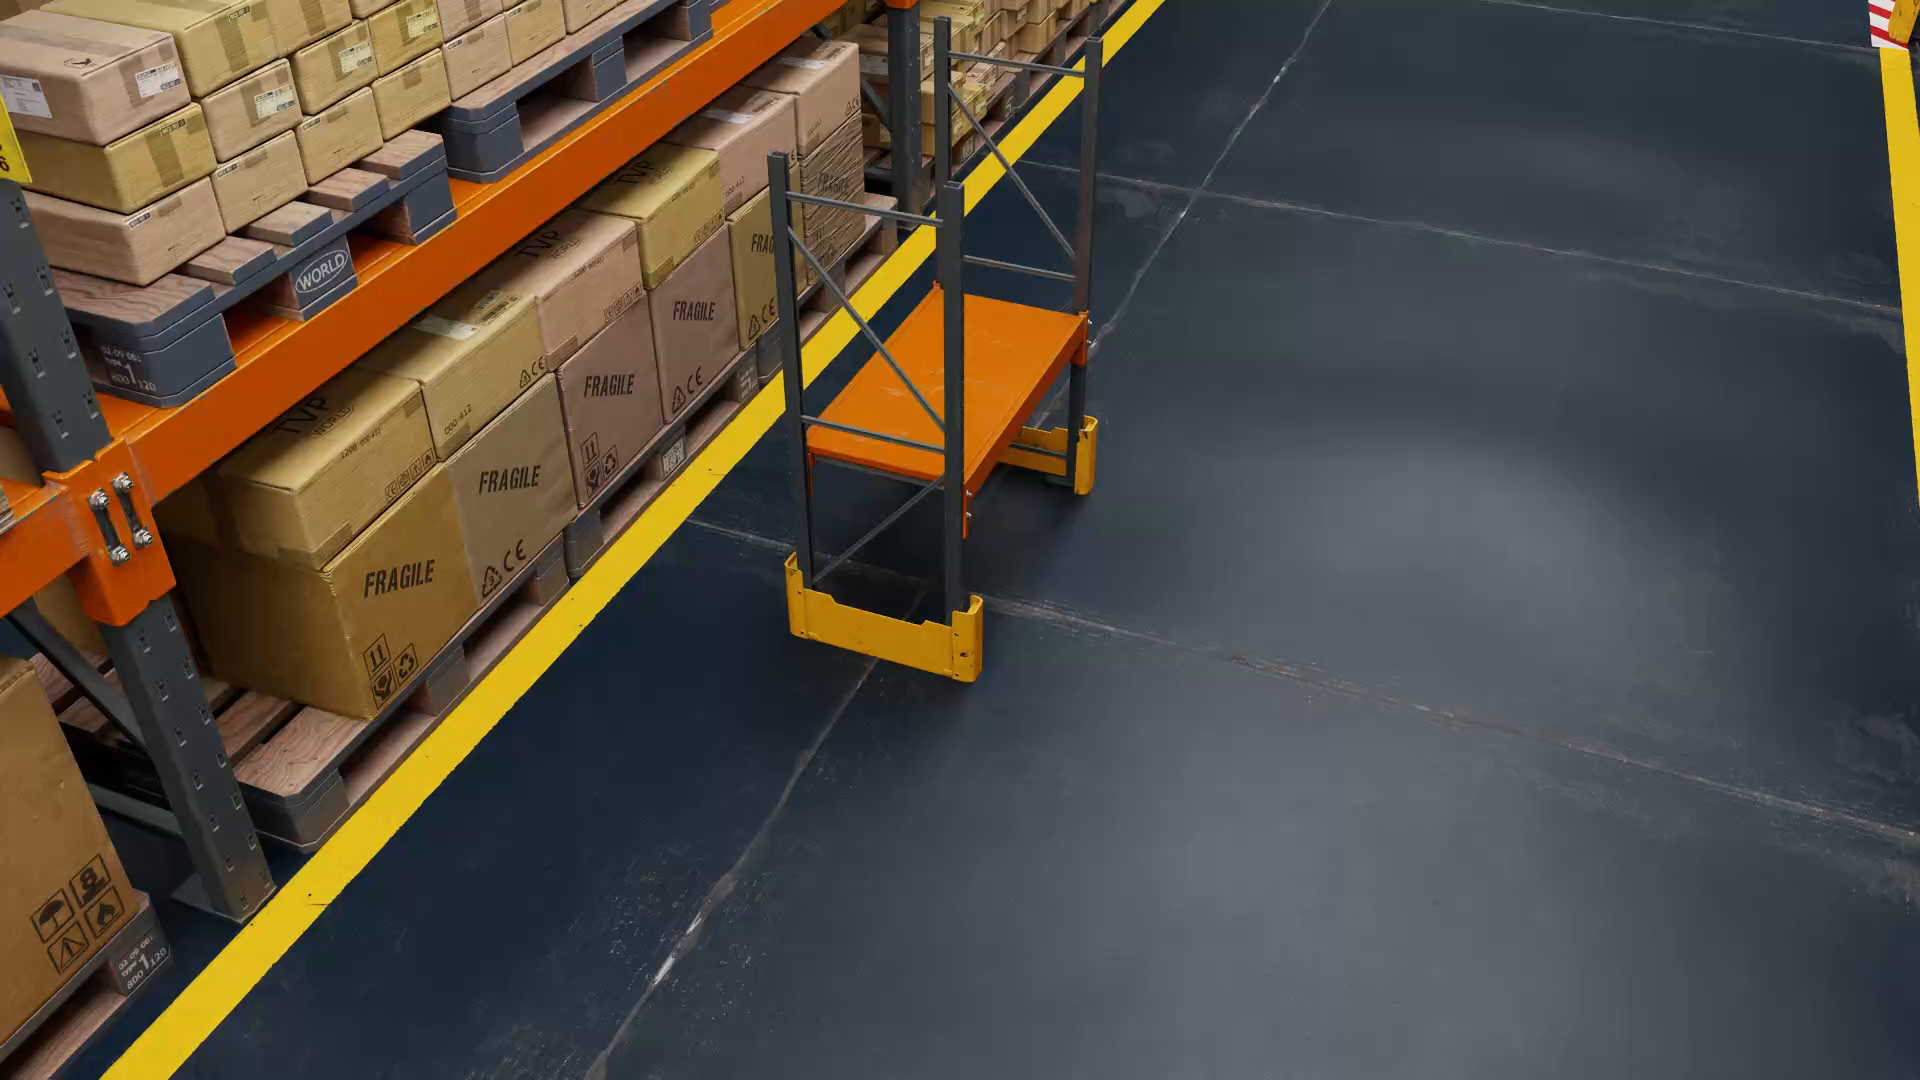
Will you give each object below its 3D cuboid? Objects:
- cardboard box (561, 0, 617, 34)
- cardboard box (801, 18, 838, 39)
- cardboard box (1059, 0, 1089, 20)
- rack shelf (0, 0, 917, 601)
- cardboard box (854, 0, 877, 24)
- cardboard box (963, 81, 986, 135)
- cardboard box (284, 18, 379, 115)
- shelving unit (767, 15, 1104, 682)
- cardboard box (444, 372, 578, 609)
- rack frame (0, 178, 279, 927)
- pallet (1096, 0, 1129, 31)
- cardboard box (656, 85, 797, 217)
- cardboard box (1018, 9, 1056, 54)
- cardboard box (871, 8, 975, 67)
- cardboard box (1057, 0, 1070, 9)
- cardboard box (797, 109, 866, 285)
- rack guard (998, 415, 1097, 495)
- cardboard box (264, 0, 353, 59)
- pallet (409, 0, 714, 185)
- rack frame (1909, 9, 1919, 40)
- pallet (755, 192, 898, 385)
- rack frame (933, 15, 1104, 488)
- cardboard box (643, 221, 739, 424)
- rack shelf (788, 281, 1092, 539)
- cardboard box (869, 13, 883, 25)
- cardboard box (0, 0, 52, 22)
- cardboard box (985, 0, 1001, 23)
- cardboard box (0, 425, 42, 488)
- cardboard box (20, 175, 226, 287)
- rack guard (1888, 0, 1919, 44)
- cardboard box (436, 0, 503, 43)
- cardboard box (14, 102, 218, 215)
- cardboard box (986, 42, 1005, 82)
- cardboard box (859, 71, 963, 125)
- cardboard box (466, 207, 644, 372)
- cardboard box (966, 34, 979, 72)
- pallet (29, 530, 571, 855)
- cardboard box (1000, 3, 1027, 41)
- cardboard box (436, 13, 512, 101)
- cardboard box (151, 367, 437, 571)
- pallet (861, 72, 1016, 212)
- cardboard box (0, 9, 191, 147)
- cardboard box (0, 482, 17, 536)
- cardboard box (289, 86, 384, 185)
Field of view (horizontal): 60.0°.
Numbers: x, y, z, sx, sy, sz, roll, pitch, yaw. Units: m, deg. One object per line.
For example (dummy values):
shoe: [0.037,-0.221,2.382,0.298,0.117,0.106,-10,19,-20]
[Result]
cardboard box: [-1.204,-1.565,4.698,0.380,0.149,0.250,13,39,16]
cardboard box: [-0.747,-2.153,7.159,0.380,0.149,0.250,15,39,19]
cardboard box: [0.445,-2.800,8.522,0.380,0.149,0.250,15,39,19]
rack shelf: [-1.403,-1.237,5.000,1.077,0.370,4.000,14,39,18]
cardboard box: [-0.598,-2.443,7.547,0.380,0.149,0.250,13,39,17]
cardboard box: [-0.105,-1.934,7.363,0.380,0.149,0.250,15,39,19]
cardboard box: [-1.594,-1.126,3.861,0.380,0.149,0.250,13,39,16]
shelving unit: [-0.029,-0.559,4.745,0.587,1.500,1.083,14,39,18]
cardboard box: [-1.471,-0.197,4.746,0.500,0.500,0.500,14,39,18]
rack frame: [-2.164,-0.418,3.303,1.000,3.000,0.127,14,39,18]
pallet: [0.509,-3.246,9.417,1.003,0.211,1.213,14,39,18]
cardboard box: [-0.899,-1.348,5.659,0.500,0.250,0.500,16,40,20]
cardboard box: [0.250,-2.515,8.139,0.380,0.149,0.250,13,39,17]
cardboard box: [-0.159,-2.180,7.194,0.380,0.149,0.250,16,40,20]
cardboard box: [0.368,-2.761,8.220,0.380,0.149,0.250,14,39,18]
cardboard box: [-0.690,-1.332,6.264,0.500,0.500,0.500,13,39,17]
rack guard: [0.160,-0.334,5.488,0.587,0.250,0.087,14,39,18]
cardboard box: [-1.611,-1.220,3.738,0.380,0.149,0.250,14,39,17]
pallet: [-1.448,-1.446,4.840,1.003,0.211,1.213,14,39,18]
rack frame: [5.496,-3.775,7.796,1.000,3.000,0.127,14,39,18]
pallet: [-0.937,-1.084,6.524,1.003,0.211,1.213,14,39,18]
rack frame: [0.161,-0.835,5.114,0.500,1.500,0.032,14,39,18]
cardboard box: [-1.085,-0.765,5.506,0.500,0.500,0.500,13,39,17]
rack shelf: [-0.032,-0.409,4.845,0.538,0.185,1.000,14,39,18]
cardboard box: [-0.453,-2.446,7.799,0.380,0.149,0.250,14,39,18]
cardboard box: [-2.304,-1.238,3.763,0.380,0.149,0.250,13,39,17]
cardboard box: [-0.031,-2.480,7.597,0.380,0.149,0.250,13,39,17]
cardboard box: [-2.146,-0.324,4.288,0.500,0.250,0.500,13,39,17]
cardboard box: [-1.807,-0.687,3.523,0.380,0.149,0.250,13,39,17]
rack guard: [5.506,-2.787,8.562,1.175,0.500,0.348,14,39,18]
cardboard box: [-1.403,-1.403,4.232,0.380,0.149,0.250,14,39,18]
cardboard box: [-1.794,-0.826,3.461,0.380,0.149,0.250,16,40,20]
cardboard box: [-0.008,-2.236,7.766,0.380,0.149,0.250,13,39,17]
cardboard box: [-0.208,-1.906,7.076,0.380,0.149,0.250,16,40,20]
cardboard box: [-1.284,-0.764,4.877,0.500,0.250,0.500,14,39,18]
cardboard box: [-0.135,-2.209,7.482,0.380,0.149,0.250,14,39,17]
pallet: [-1.865,0.267,4.717,1.003,0.211,1.213,14,39,18]
cardboard box: [0.097,-2.505,7.878,0.380,0.149,0.250,16,40,20]
cardboard box: [-1.402,-1.283,4.320,0.380,0.149,0.250,15,39,19]
cardboard box: [-1.677,-0.212,4.139,0.500,0.250,0.500,12,38,16]
pallet: [-0.419,-1.895,7.610,1.003,0.211,1.213,14,39,18]
cardboard box: [-1.807,-0.938,3.361,0.380,0.149,0.250,14,39,18]
cardboard box: [-2.087,-0.147,2.858,0.500,0.500,0.500,14,39,18]
cardboard box: [-1.602,-0.985,3.922,0.380,0.149,0.250,16,40,20]
